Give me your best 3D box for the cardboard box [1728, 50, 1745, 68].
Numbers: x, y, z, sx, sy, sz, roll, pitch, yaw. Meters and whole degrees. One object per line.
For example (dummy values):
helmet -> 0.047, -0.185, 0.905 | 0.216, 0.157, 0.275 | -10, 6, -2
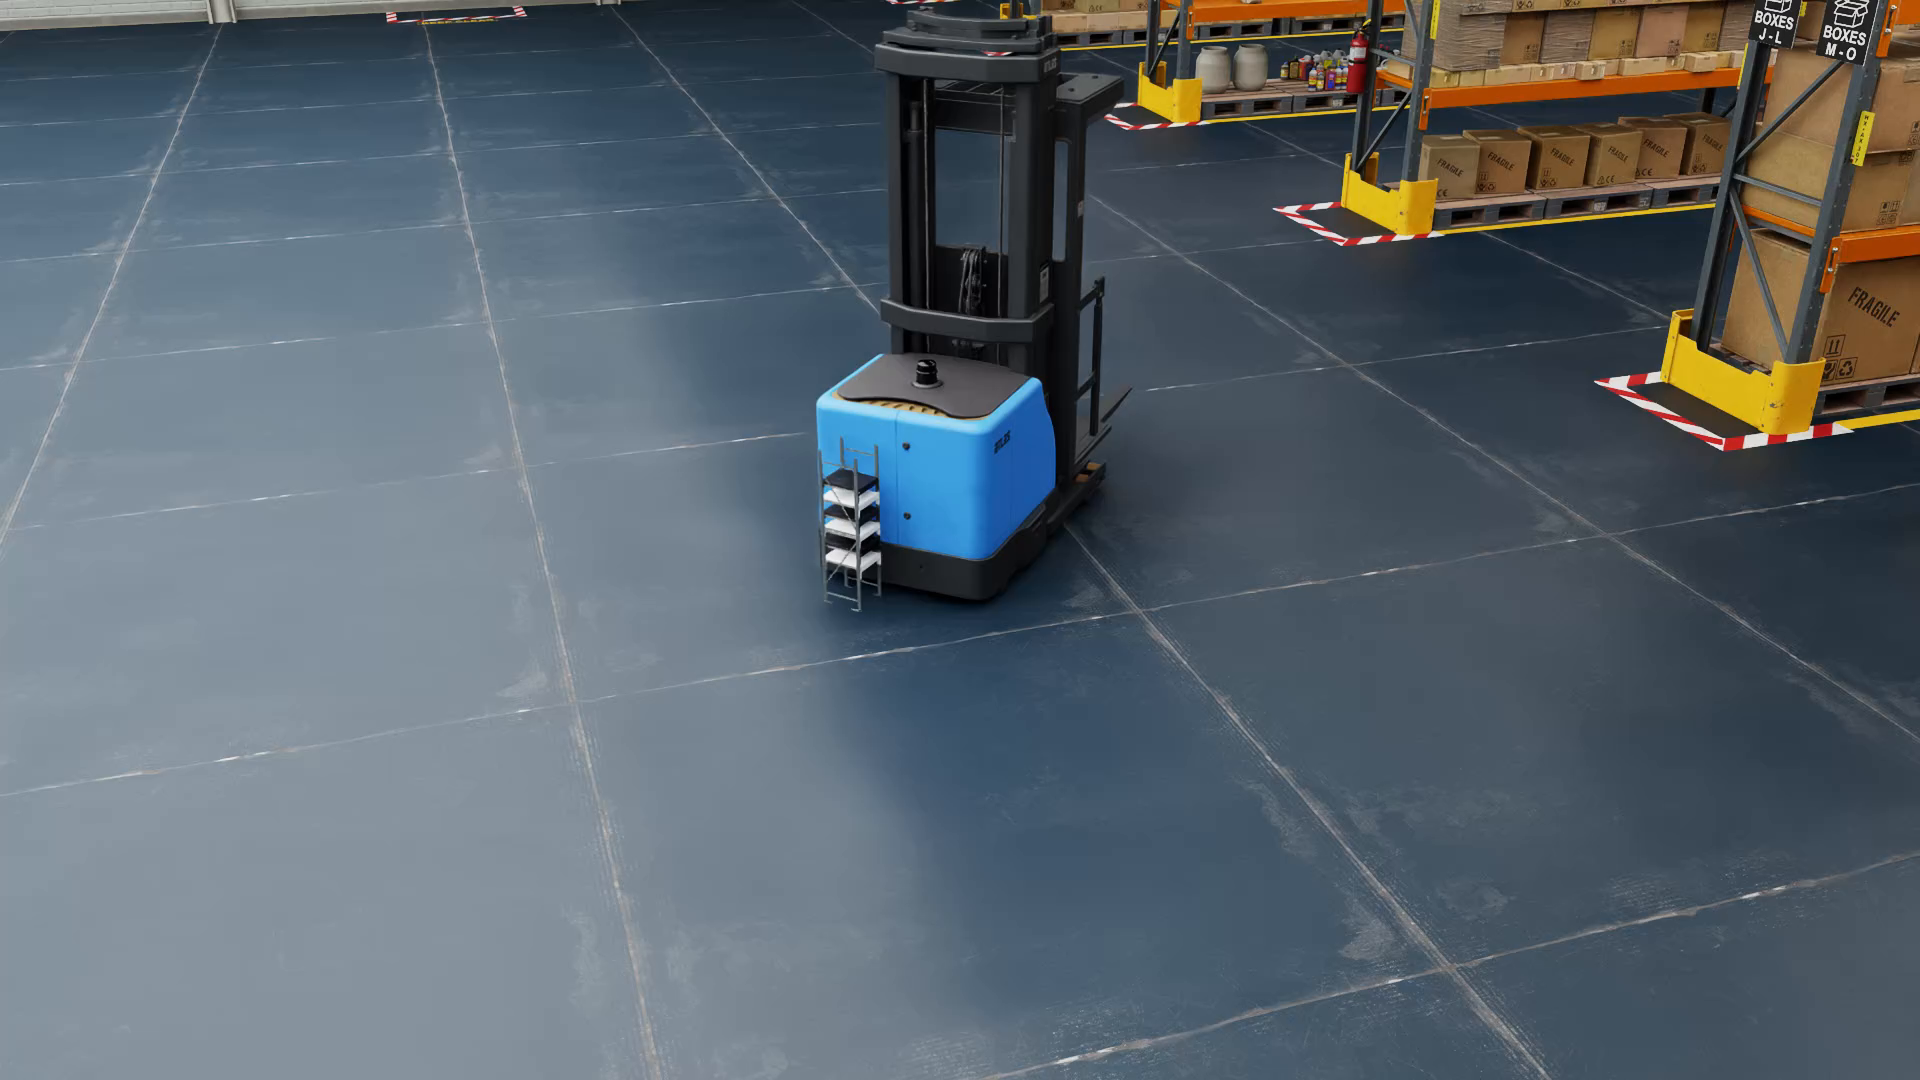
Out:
cardboard box -> 7.458, -4.677, 16.079 | 0.250, 0.149, 0.380 | -8, 28, -16

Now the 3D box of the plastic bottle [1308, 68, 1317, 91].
plastic bottle -> 4.296, -5.610, 20.250 | 0.097, 0.271, 0.097 | 0, 26, 0

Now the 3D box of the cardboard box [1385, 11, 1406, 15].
cardboard box -> 6.670, -8.282, 25.678 | 0.500, 0.250, 0.500 | -8, 27, -15

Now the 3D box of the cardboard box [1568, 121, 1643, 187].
cardboard box -> 6.311, -3.803, 16.376 | 0.500, 0.500, 0.500 | -11, 28, -21

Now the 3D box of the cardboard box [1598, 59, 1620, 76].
cardboard box -> 6.007, -4.505, 15.733 | 0.250, 0.149, 0.380 | -8, 28, -16

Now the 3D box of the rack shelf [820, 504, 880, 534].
rack shelf -> -0.585, -0.131, 8.874 | 0.258, 0.077, 0.200 | 14, 30, 26

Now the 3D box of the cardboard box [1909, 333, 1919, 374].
cardboard box -> 6.909, -1.791, 11.902 | 0.875, 0.875, 0.875 | -9, 28, -17

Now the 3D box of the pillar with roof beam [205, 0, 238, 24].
pillar with roof beam -> -10.272, -10.382, 20.543 | 0.400, 9.000, 9.100 | -8, 28, -16

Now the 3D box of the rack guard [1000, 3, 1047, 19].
rack guard -> 0.922, -7.489, 24.272 | 0.348, 0.500, 1.175 | -8, 28, -16

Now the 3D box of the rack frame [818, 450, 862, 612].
rack frame -> -0.635, -0.041, 8.820 | 0.240, 0.900, 0.006 | 14, 30, 26

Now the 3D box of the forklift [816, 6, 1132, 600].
forklift -> 0.266, -1.620, 9.717 | 1.130, 2.935, 3.031 | 11, 28, 21

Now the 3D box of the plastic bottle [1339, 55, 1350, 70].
plastic bottle -> 4.869, -5.965, 20.961 | 0.135, 0.276, 0.152 | -8, 28, -16

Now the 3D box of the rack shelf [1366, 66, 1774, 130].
rack shelf -> 5.911, -4.376, 16.000 | 4.000, 0.370, 1.077 | -8, 28, -16

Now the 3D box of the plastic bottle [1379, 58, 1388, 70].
plastic bottle -> 5.266, -5.797, 20.537 | 0.185, 0.351, 0.144 | -8, 28, -16

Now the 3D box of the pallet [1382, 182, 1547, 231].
pallet -> 4.865, -3.281, 16.121 | 1.213, 0.211, 1.003 | -8, 28, -16

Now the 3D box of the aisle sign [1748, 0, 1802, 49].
aisle sign -> 5.288, -3.593, 10.691 | 0.004, 0.787, 0.394 | -8, 28, -16

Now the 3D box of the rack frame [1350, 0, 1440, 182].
rack frame -> 4.009, -4.423, 15.285 | 0.127, 3.000, 1.000 | -8, 28, -16

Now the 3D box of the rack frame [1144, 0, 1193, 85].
rack frame -> 2.475, -6.517, 19.503 | 0.127, 3.000, 1.000 | -8, 28, -16

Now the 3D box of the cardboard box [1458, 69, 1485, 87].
cardboard box -> 4.597, -4.275, 15.270 | 0.250, 0.149, 0.380 | -8, 28, -16

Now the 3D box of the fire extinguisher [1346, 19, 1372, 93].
fire extinguisher -> 3.757, -4.567, 15.663 | 0.183, 0.674, 0.296 | -8, 28, -16

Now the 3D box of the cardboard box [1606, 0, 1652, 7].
cardboard box -> 6.042, -5.216, 15.311 | 0.500, 0.500, 0.500 | -8, 28, -16

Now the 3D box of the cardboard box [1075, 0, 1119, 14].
cardboard box -> 1.998, -7.953, 24.174 | 0.500, 0.500, 0.500 | -8, 28, -16

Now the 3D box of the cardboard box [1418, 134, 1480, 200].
cardboard box -> 4.608, -3.570, 15.906 | 0.500, 0.500, 0.500 | -3, 27, -7

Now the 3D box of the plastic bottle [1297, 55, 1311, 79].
plastic bottle -> 4.334, -5.955, 20.940 | 0.135, 0.276, 0.152 | -8, 28, -16

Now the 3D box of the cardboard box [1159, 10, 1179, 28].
cardboard box -> 2.950, -7.754, 24.615 | 0.500, 0.250, 0.500 | -8, 28, -16

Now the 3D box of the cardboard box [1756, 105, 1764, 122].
cardboard box -> 8.403, -4.126, 17.005 | 0.500, 0.500, 0.700 | -10, 28, -20

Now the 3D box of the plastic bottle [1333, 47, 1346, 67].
plastic bottle -> 4.799, -6.058, 21.063 | 0.185, 0.351, 0.144 | -8, 28, -17

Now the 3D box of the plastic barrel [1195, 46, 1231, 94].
plastic barrel -> 3.077, -5.713, 20.211 | 0.421, 0.512, 0.421 | 0, 26, 0

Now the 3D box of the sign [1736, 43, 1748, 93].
sign -> 5.294, -3.168, 11.189 | 0.005, 0.325, 0.100 | -8, 28, -16

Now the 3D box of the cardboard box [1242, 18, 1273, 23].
cardboard box -> 4.375, -7.963, 25.036 | 0.500, 0.250, 0.500 | -8, 28, -16

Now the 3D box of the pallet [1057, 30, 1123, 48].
pallet -> 1.659, -7.486, 24.591 | 1.213, 0.211, 1.003 | -8, 28, -16

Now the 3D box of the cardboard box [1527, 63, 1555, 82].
cardboard box -> 5.311, -4.378, 15.477 | 0.250, 0.149, 0.380 | -8, 28, -16

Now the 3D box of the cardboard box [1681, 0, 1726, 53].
cardboard box -> 6.879, -5.062, 16.125 | 0.500, 0.500, 0.875 | -8, 28, -16

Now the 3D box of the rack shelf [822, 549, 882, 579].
rack shelf -> -0.585, 0.111, 8.994 | 0.258, 0.077, 0.200 | 14, 30, 26

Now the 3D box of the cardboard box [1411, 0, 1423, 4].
cardboard box -> 4.455, -5.229, 15.337 | 0.500, 0.500, 0.500 | -8, 28, -16

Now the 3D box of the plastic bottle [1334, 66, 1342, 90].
plastic bottle -> 4.621, -5.657, 20.345 | 0.097, 0.271, 0.097 | 0, 26, 0

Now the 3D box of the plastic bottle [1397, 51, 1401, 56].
plastic bottle -> 5.574, -6.088, 21.200 | 0.133, 0.283, 0.061 | -8, 28, -16

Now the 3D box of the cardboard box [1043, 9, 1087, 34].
cardboard box -> 1.524, -7.548, 24.200 | 0.500, 0.250, 0.500 | -8, 28, -16

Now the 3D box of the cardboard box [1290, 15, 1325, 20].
cardboard box -> 5.208, -8.070, 25.251 | 0.500, 0.250, 0.500 | -9, 28, -17

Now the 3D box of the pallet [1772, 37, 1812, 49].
pallet -> 8.584, -4.931, 16.525 | 1.213, 0.211, 1.003 | -8, 28, -16

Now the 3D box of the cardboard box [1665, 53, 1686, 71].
cardboard box -> 6.720, -4.607, 15.940 | 0.250, 0.149, 0.380 | -8, 28, -16

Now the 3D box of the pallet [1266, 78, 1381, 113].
pallet -> 4.465, -5.574, 20.740 | 1.213, 0.211, 1.003 | -8, 28, -16

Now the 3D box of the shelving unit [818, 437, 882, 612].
shelving unit -> -0.585, -0.080, 8.899 | 0.258, 0.900, 0.210 | 14, 30, 26

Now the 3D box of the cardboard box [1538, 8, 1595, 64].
cardboard box -> 5.467, -4.835, 15.669 | 0.500, 0.500, 0.875 | -8, 28, -16

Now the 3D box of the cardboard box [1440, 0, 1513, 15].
cardboard box -> 4.616, -5.009, 14.895 | 0.500, 0.500, 0.500 | -8, 28, -16
